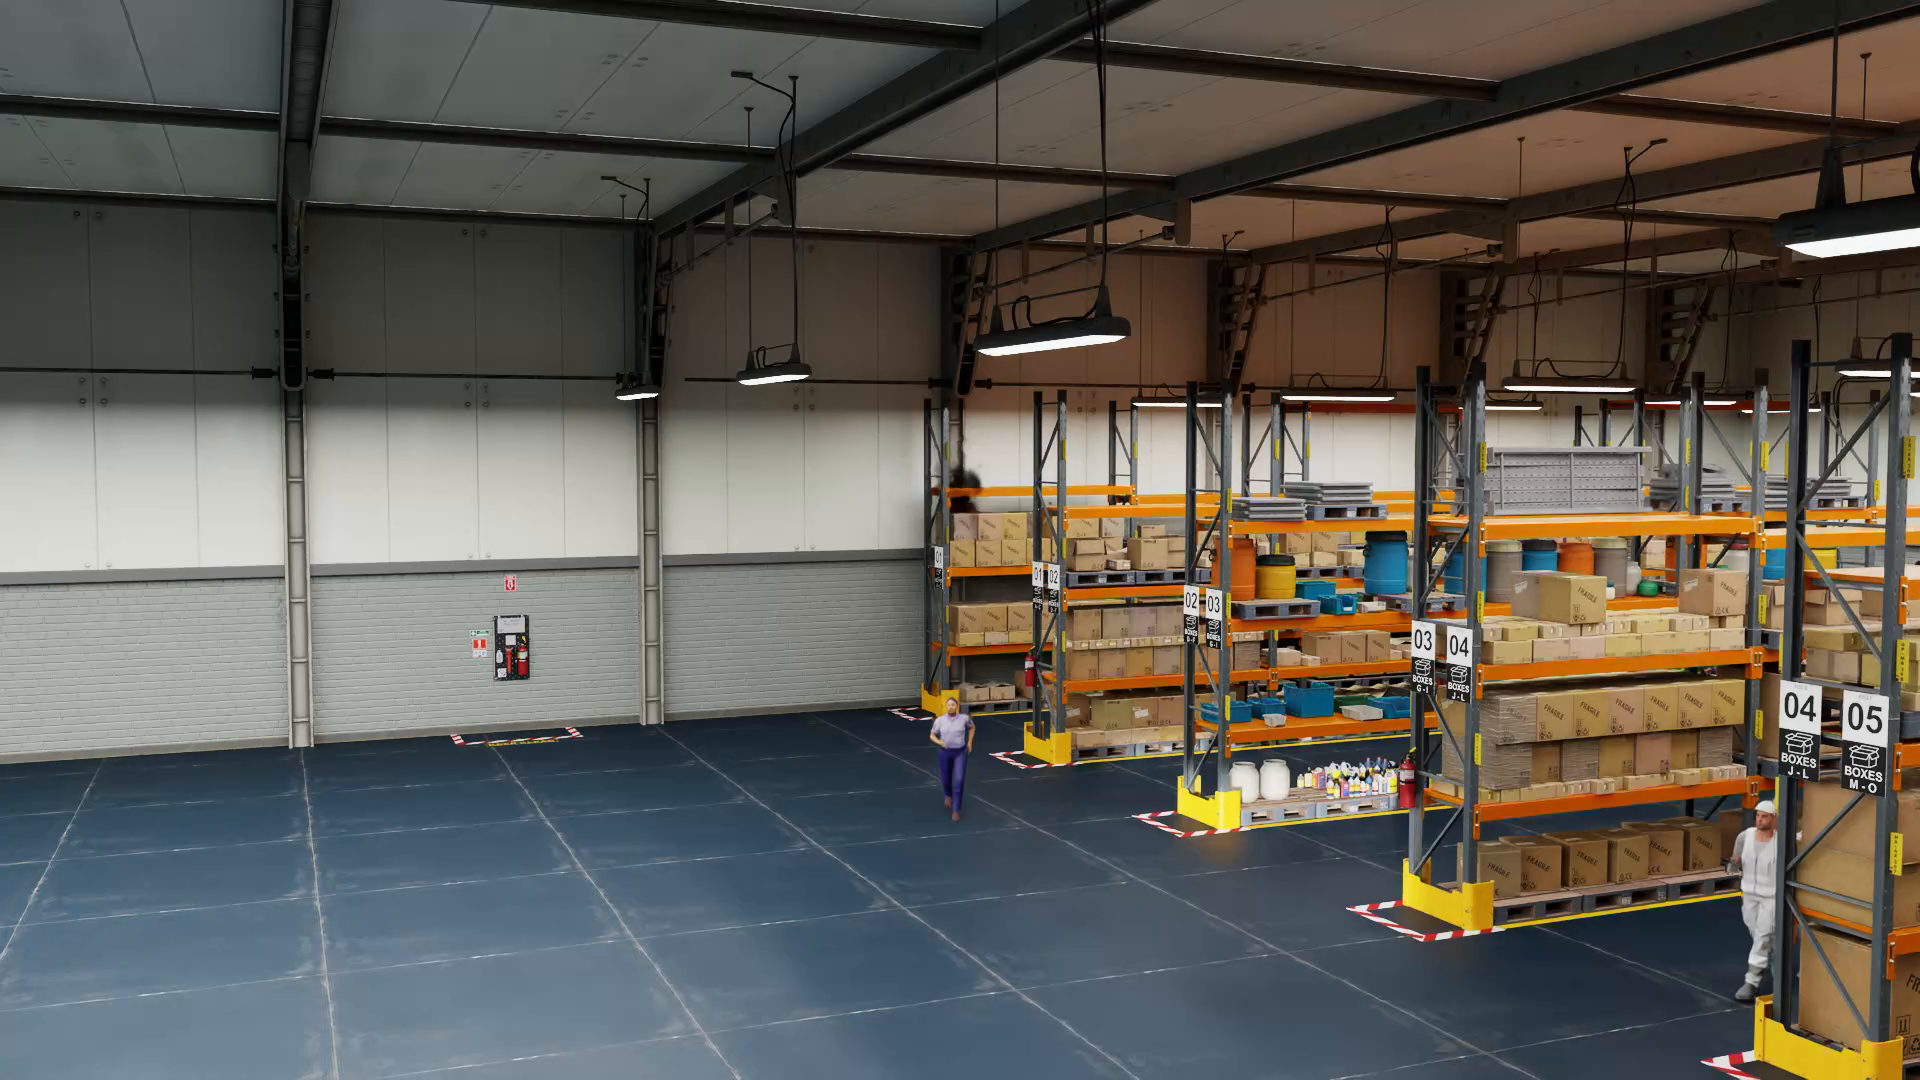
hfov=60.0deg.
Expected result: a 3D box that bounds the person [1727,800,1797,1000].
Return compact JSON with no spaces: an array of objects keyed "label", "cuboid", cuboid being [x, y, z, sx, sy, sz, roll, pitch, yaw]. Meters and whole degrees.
[{"label":"person","cuboid":[7.533,3.330,15.581,0.987,1.786,0.654,-2,4,-35]}]

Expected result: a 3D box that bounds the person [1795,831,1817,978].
[{"label":"person","cuboid":[8.298,3.402,16.124,0.608,1.624,0.607,-3,5,-42]}]

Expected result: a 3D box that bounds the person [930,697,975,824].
[{"label":"person","cuboid":[-0.105,3.004,22.926,0.616,1.650,0.906,0,3,3]}]
